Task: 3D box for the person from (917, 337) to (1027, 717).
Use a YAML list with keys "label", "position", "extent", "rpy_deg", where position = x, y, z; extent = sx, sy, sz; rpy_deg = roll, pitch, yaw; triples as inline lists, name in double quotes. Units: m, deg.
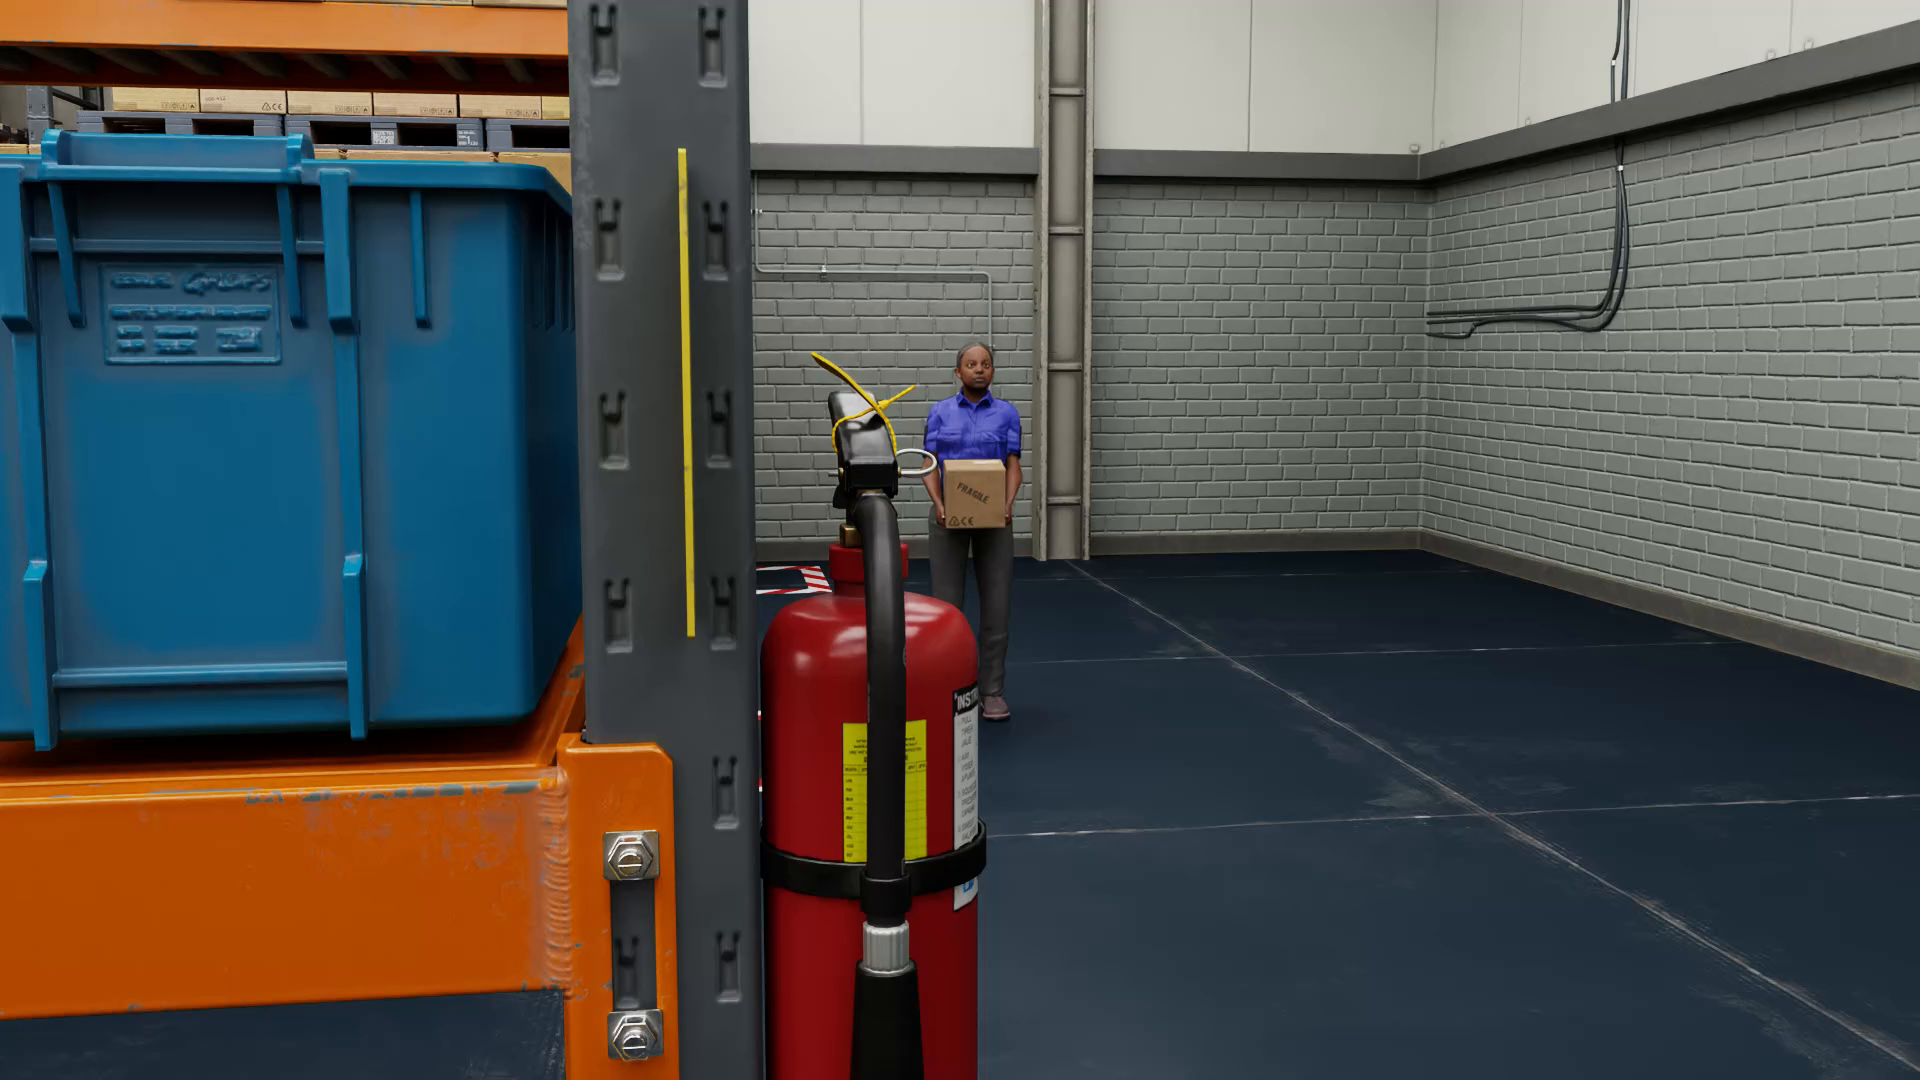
- label: "person"
  position: [0.031, -0.056, 7.293]
  extent: [0.540, 1.654, 0.502]
  rpy_deg: [0, 7, -3]
